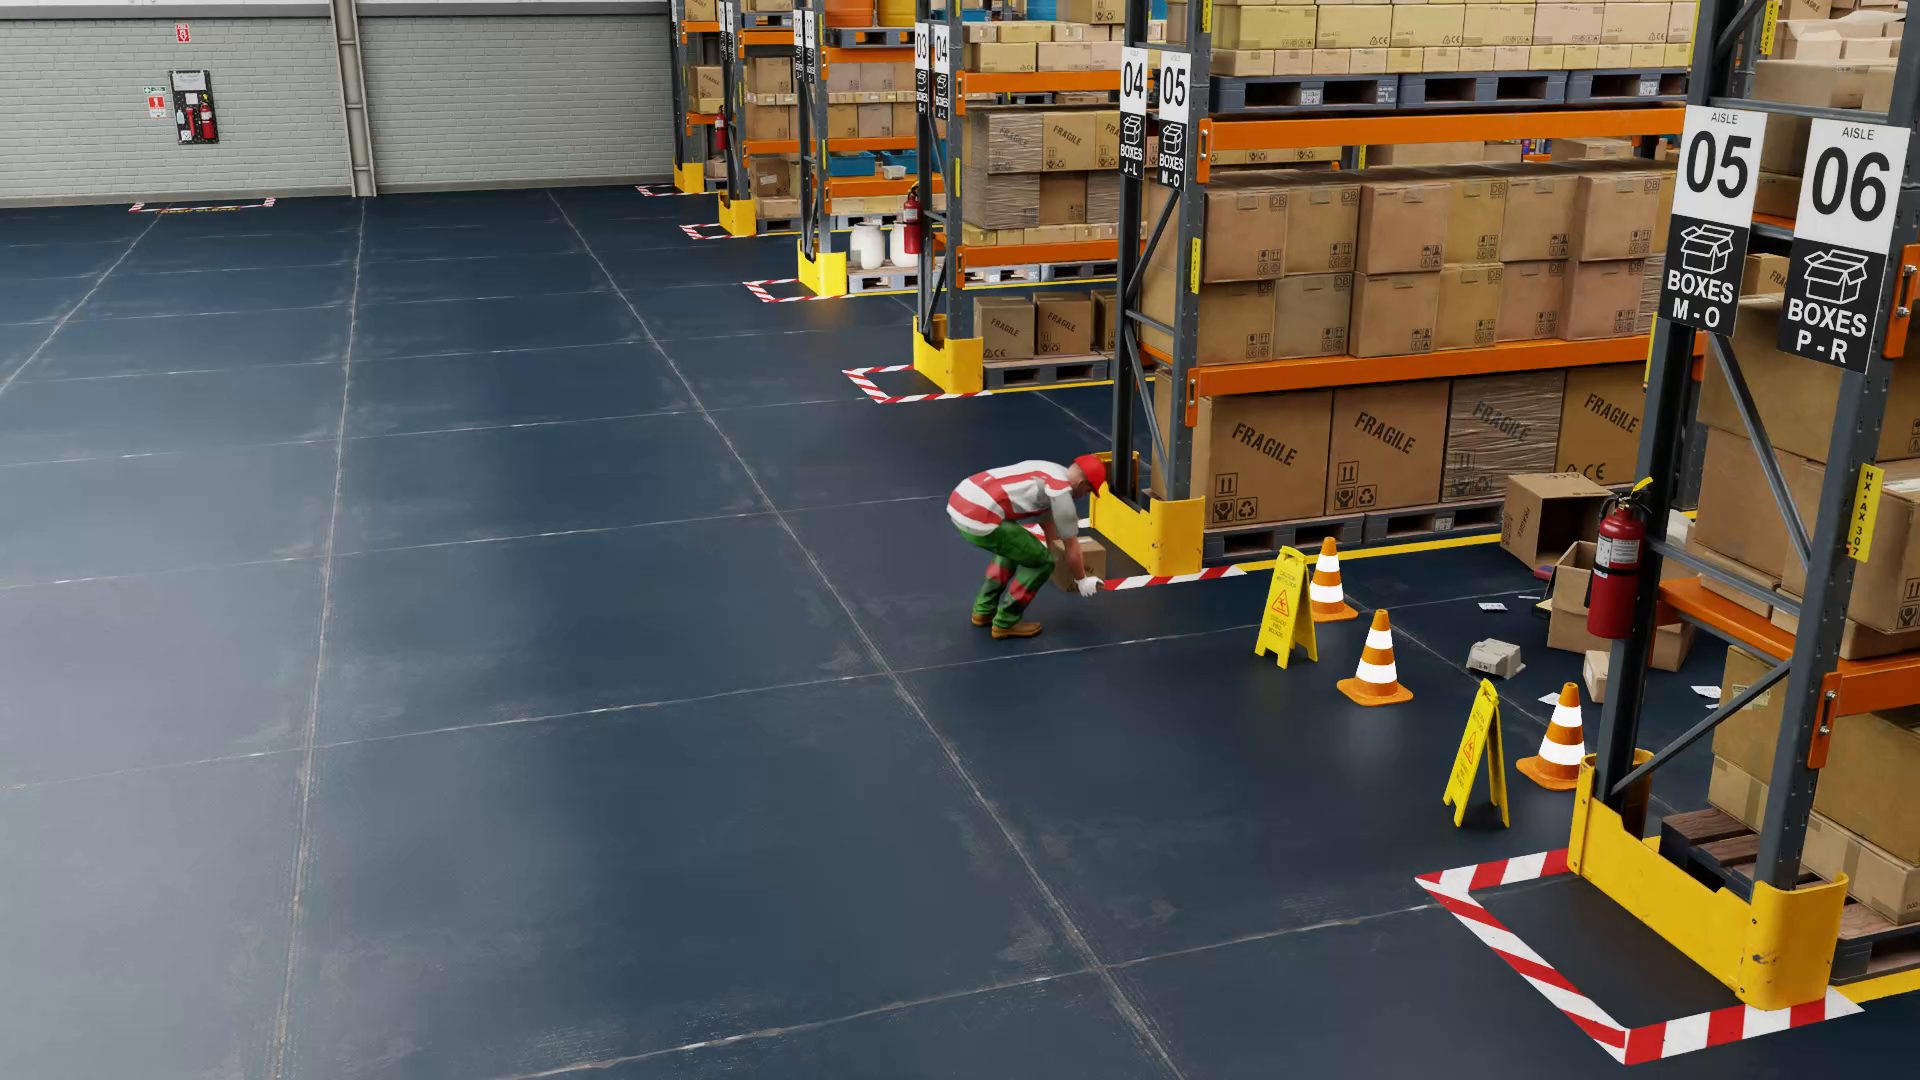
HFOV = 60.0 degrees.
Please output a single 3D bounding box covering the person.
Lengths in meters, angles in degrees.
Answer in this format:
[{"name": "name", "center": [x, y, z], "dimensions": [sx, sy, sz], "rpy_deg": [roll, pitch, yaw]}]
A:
[{"name": "person", "center": [0.398, 0.029, 9.650], "dimensions": [0.957, 1.002, 0.529], "rpy_deg": [-7, 20, -20]}]
